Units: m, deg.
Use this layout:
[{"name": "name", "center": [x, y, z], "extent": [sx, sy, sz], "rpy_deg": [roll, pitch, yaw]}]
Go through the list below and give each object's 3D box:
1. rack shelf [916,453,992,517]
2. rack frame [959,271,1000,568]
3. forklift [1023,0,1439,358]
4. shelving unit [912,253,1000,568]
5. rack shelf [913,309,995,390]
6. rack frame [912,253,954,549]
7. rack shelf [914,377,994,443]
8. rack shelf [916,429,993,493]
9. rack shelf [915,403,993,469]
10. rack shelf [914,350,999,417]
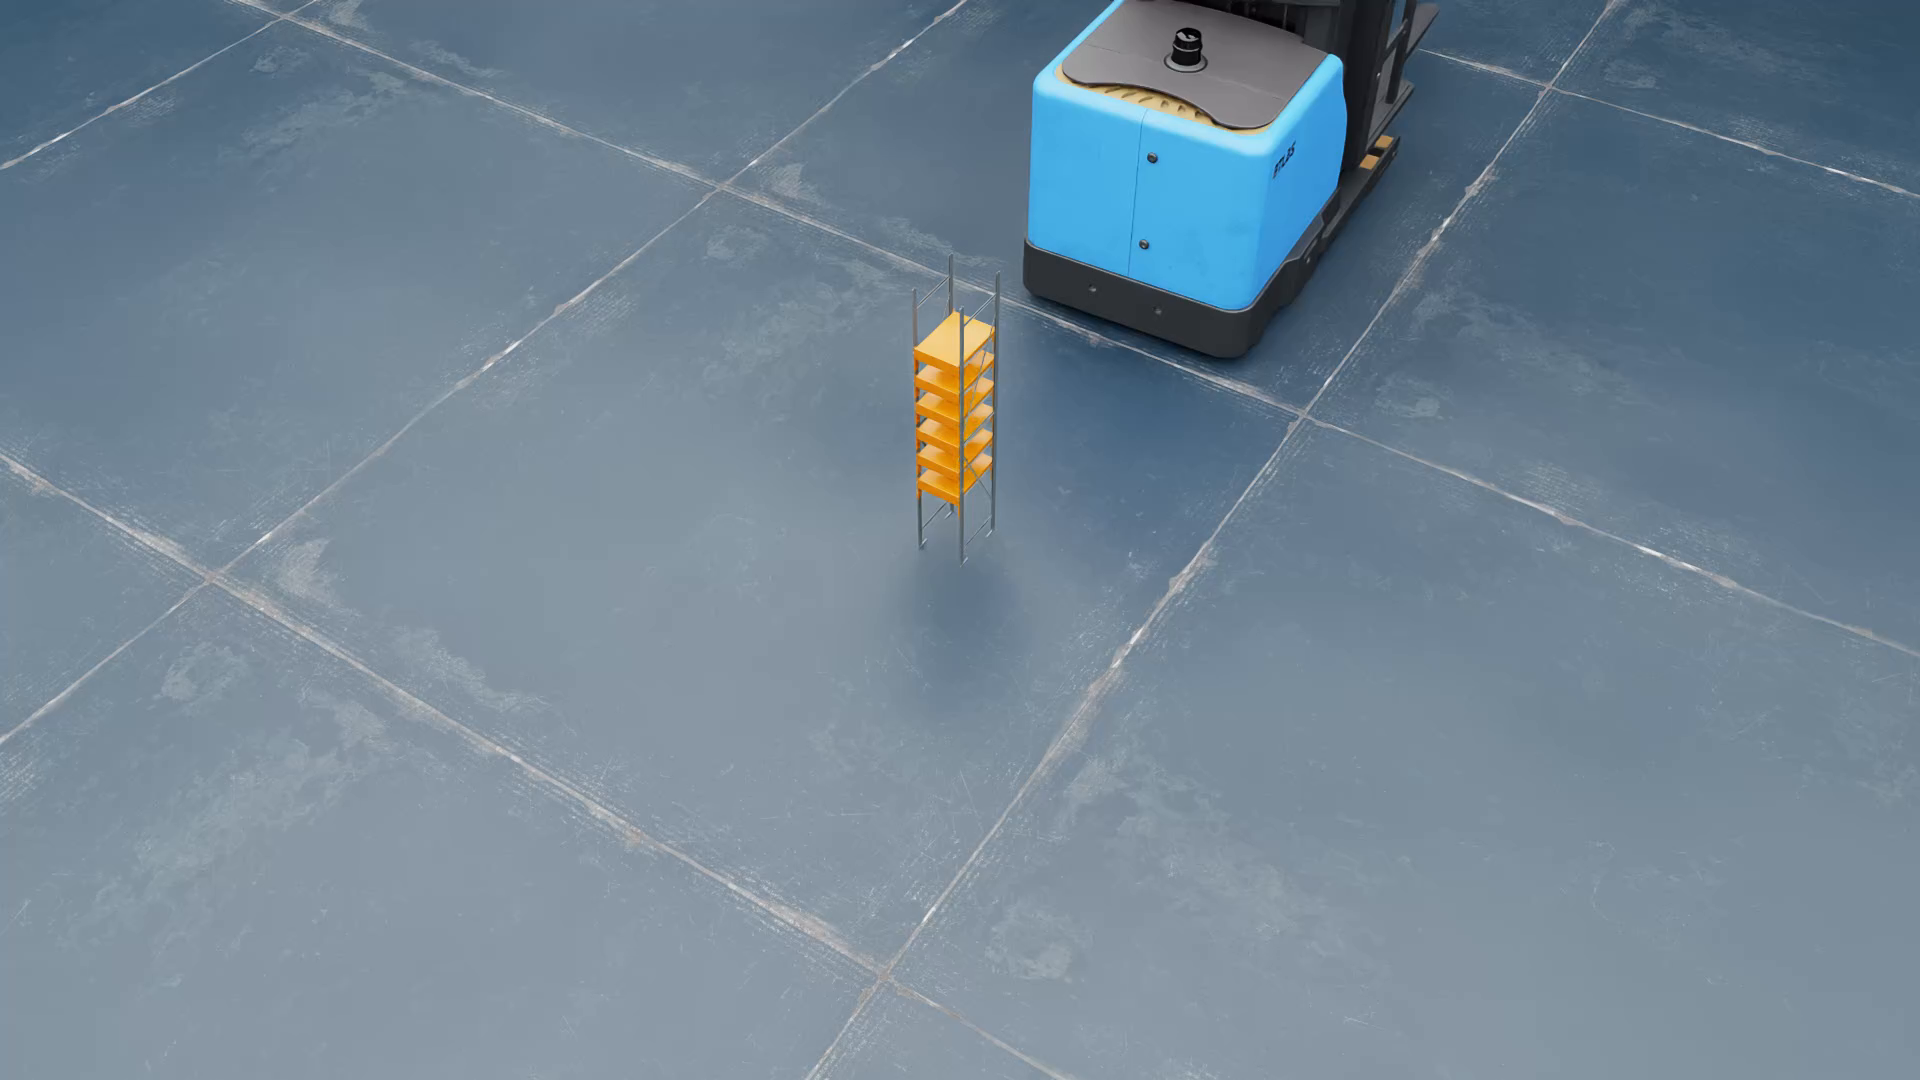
[{"name": "rack shelf", "center": [-0.012, -0.226, 6.029], "extent": [0.180, 0.103, 0.258], "rpy_deg": [25, 51, 22]}, {"name": "rack frame", "center": [0.065, -0.388, 5.791], "extent": [0.006, 1.200, 0.240], "rpy_deg": [25, 51, 22]}, {"name": "forklift", "center": [1.444, -2.823, 6.949], "extent": [1.130, 2.935, 3.031], "rpy_deg": [22, 50, 20]}, {"name": "shelving unit", "center": [-0.012, -0.424, 5.825], "extent": [0.189, 1.200, 0.258], "rpy_deg": [25, 51, 22]}, {"name": "rack shelf", "center": [-0.012, -0.644, 5.599], "extent": [0.180, 0.103, 0.258], "rpy_deg": [25, 51, 22]}, {"name": "rack frame", "center": [-0.089, -0.459, 5.860], "extent": [0.006, 1.200, 0.240], "rpy_deg": [25, 51, 22]}, {"name": "rack shelf", "center": [-0.012, -0.476, 5.771], "extent": [0.180, 0.103, 0.258], "rpy_deg": [25, 51, 22]}, {"name": "rack shelf", "center": [-0.012, -0.309, 5.943], "extent": [0.180, 0.103, 0.258], "rpy_deg": [25, 51, 22]}, {"name": "rack shelf", "center": [-0.012, -0.393, 5.857], "extent": [0.180, 0.103, 0.258], "rpy_deg": [25, 51, 22]}, {"name": "rack shelf", "center": [-0.012, -0.560, 5.685], "extent": [0.180, 0.103, 0.258], "rpy_deg": [25, 51, 22]}]
